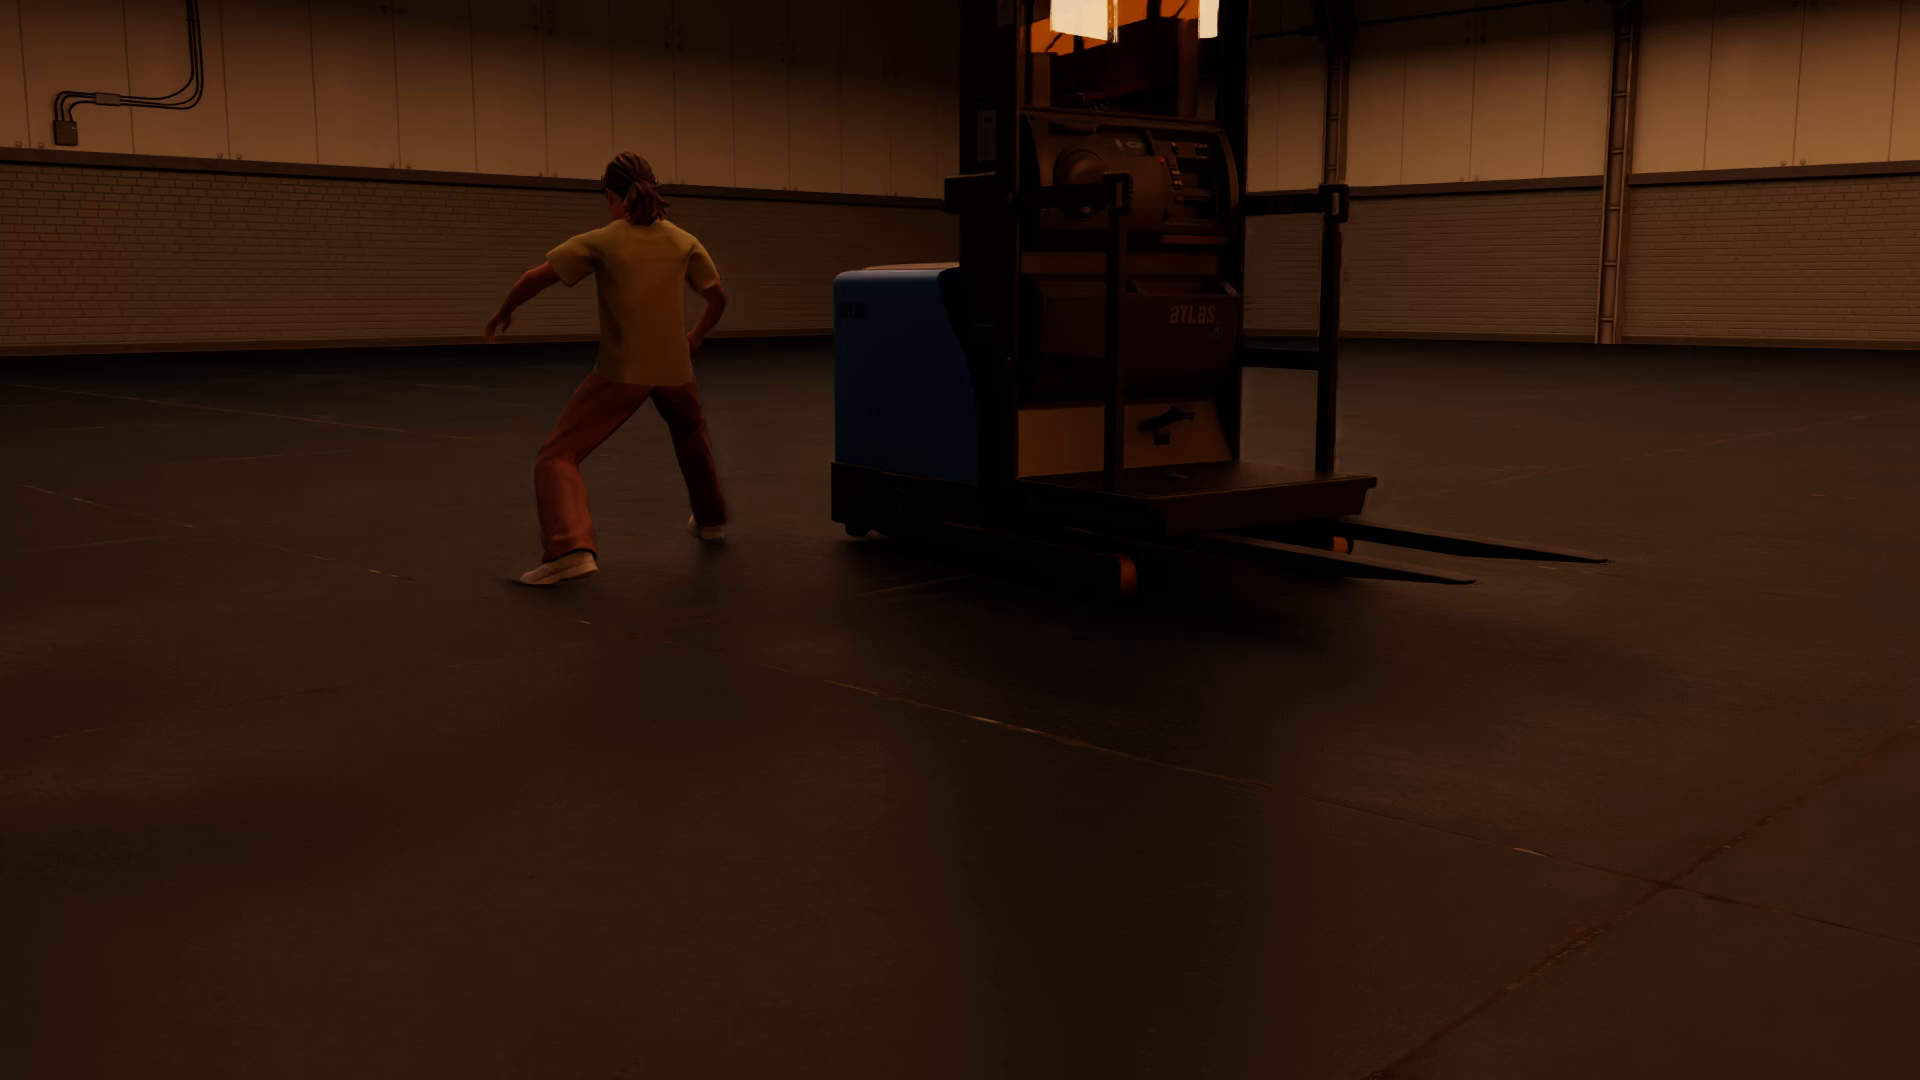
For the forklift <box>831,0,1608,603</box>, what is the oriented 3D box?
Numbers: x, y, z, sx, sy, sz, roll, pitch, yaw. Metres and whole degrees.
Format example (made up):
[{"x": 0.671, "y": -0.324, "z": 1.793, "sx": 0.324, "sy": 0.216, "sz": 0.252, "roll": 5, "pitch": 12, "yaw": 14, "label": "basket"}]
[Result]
[{"x": 0.741, "y": -1.327, "z": 5.688, "sx": 1.130, "sy": 2.935, "sz": 3.031, "roll": -6, "pitch": 10, "yaw": -35, "label": "forklift"}]

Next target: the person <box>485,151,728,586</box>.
[{"x": -1.230, "y": -0.648, "z": 6.105, "sx": 0.982, "sy": 1.516, "sz": 0.961, "roll": -5, "pitch": 10, "yaw": -29, "label": "person"}]
